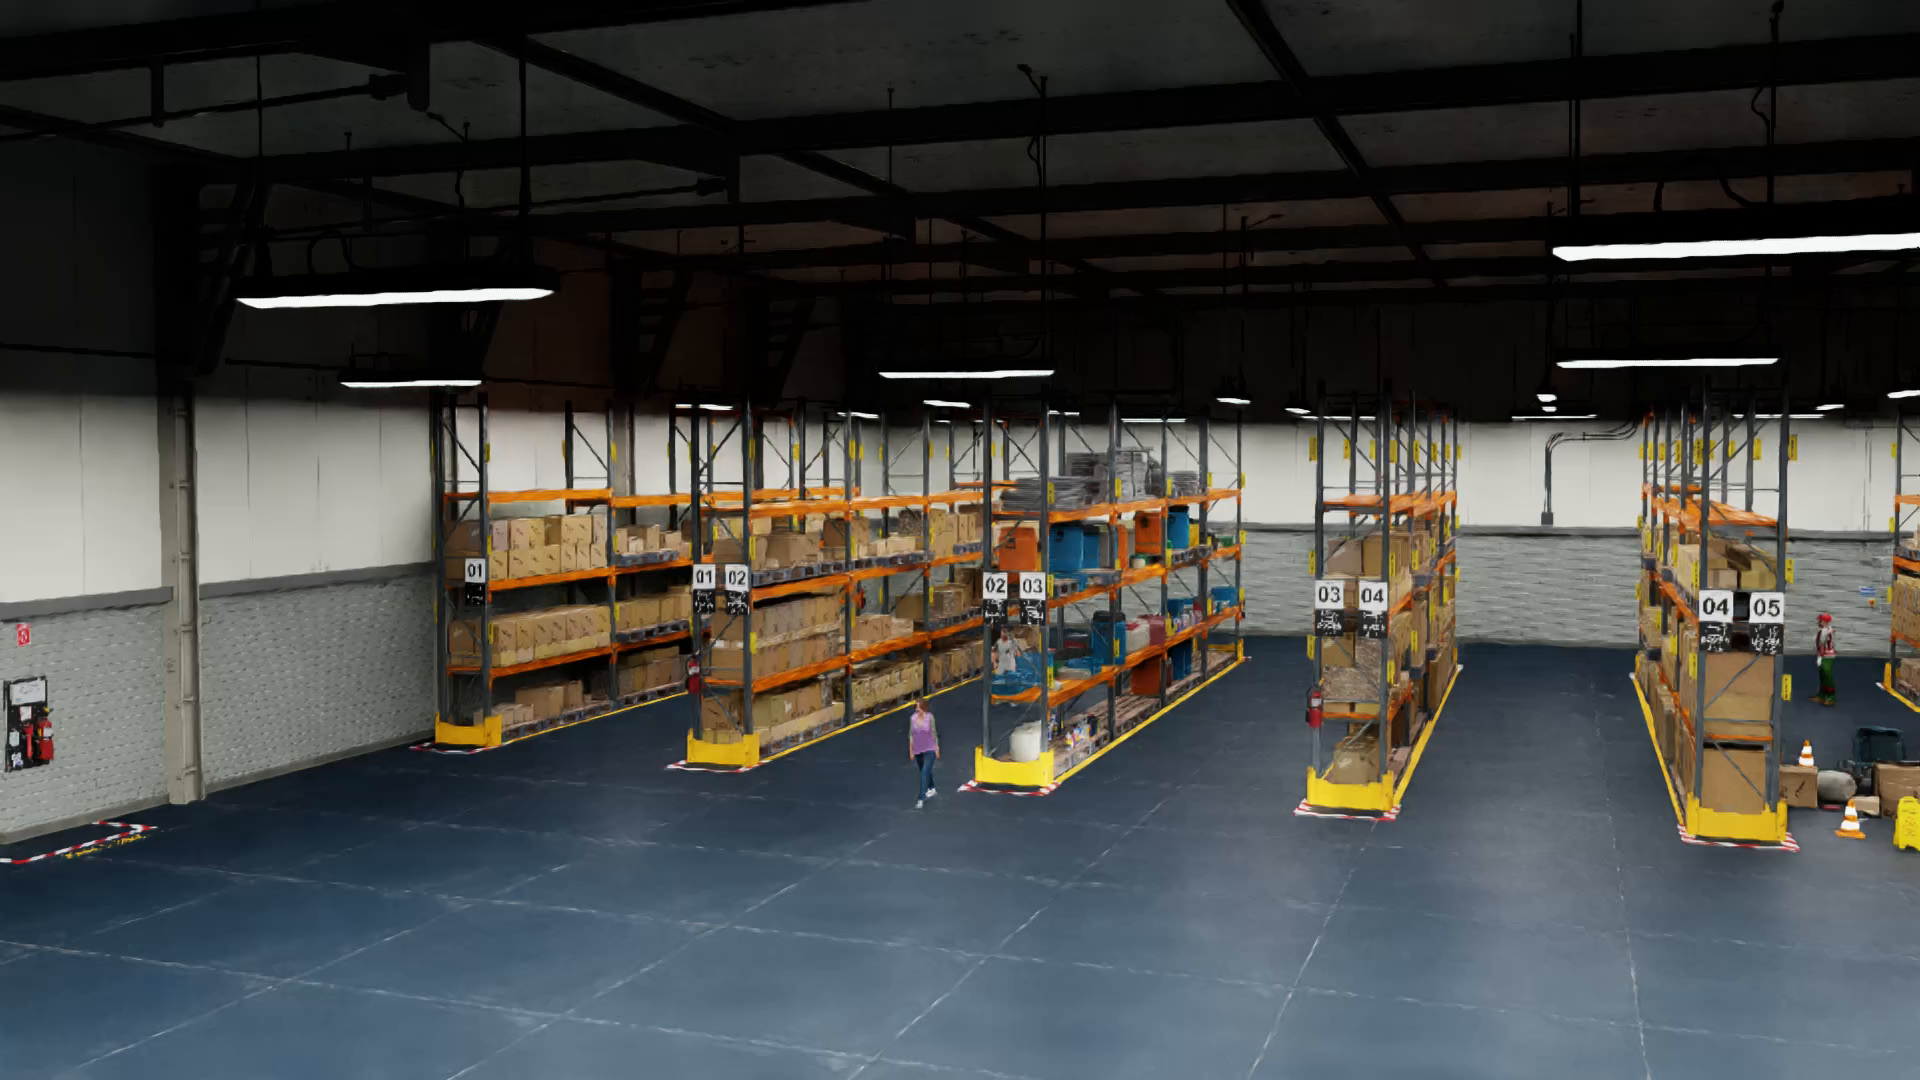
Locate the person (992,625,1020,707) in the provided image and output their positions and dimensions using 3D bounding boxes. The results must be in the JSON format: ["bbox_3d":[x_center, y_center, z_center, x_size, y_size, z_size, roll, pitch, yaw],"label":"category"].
[{"bbox_3d":[0.909,2.466,32.576,0.580,1.618,0.507,1,3,19],"label":"person"}]

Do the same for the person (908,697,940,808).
[{"bbox_3d":[-0.530,2.973,23.575,0.417,1.517,1.036,1,3,23],"label":"person"}]

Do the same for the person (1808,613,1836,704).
[{"bbox_3d":[17.131,2.335,33.010,0.544,1.787,0.628,2,4,38],"label":"person"}]
